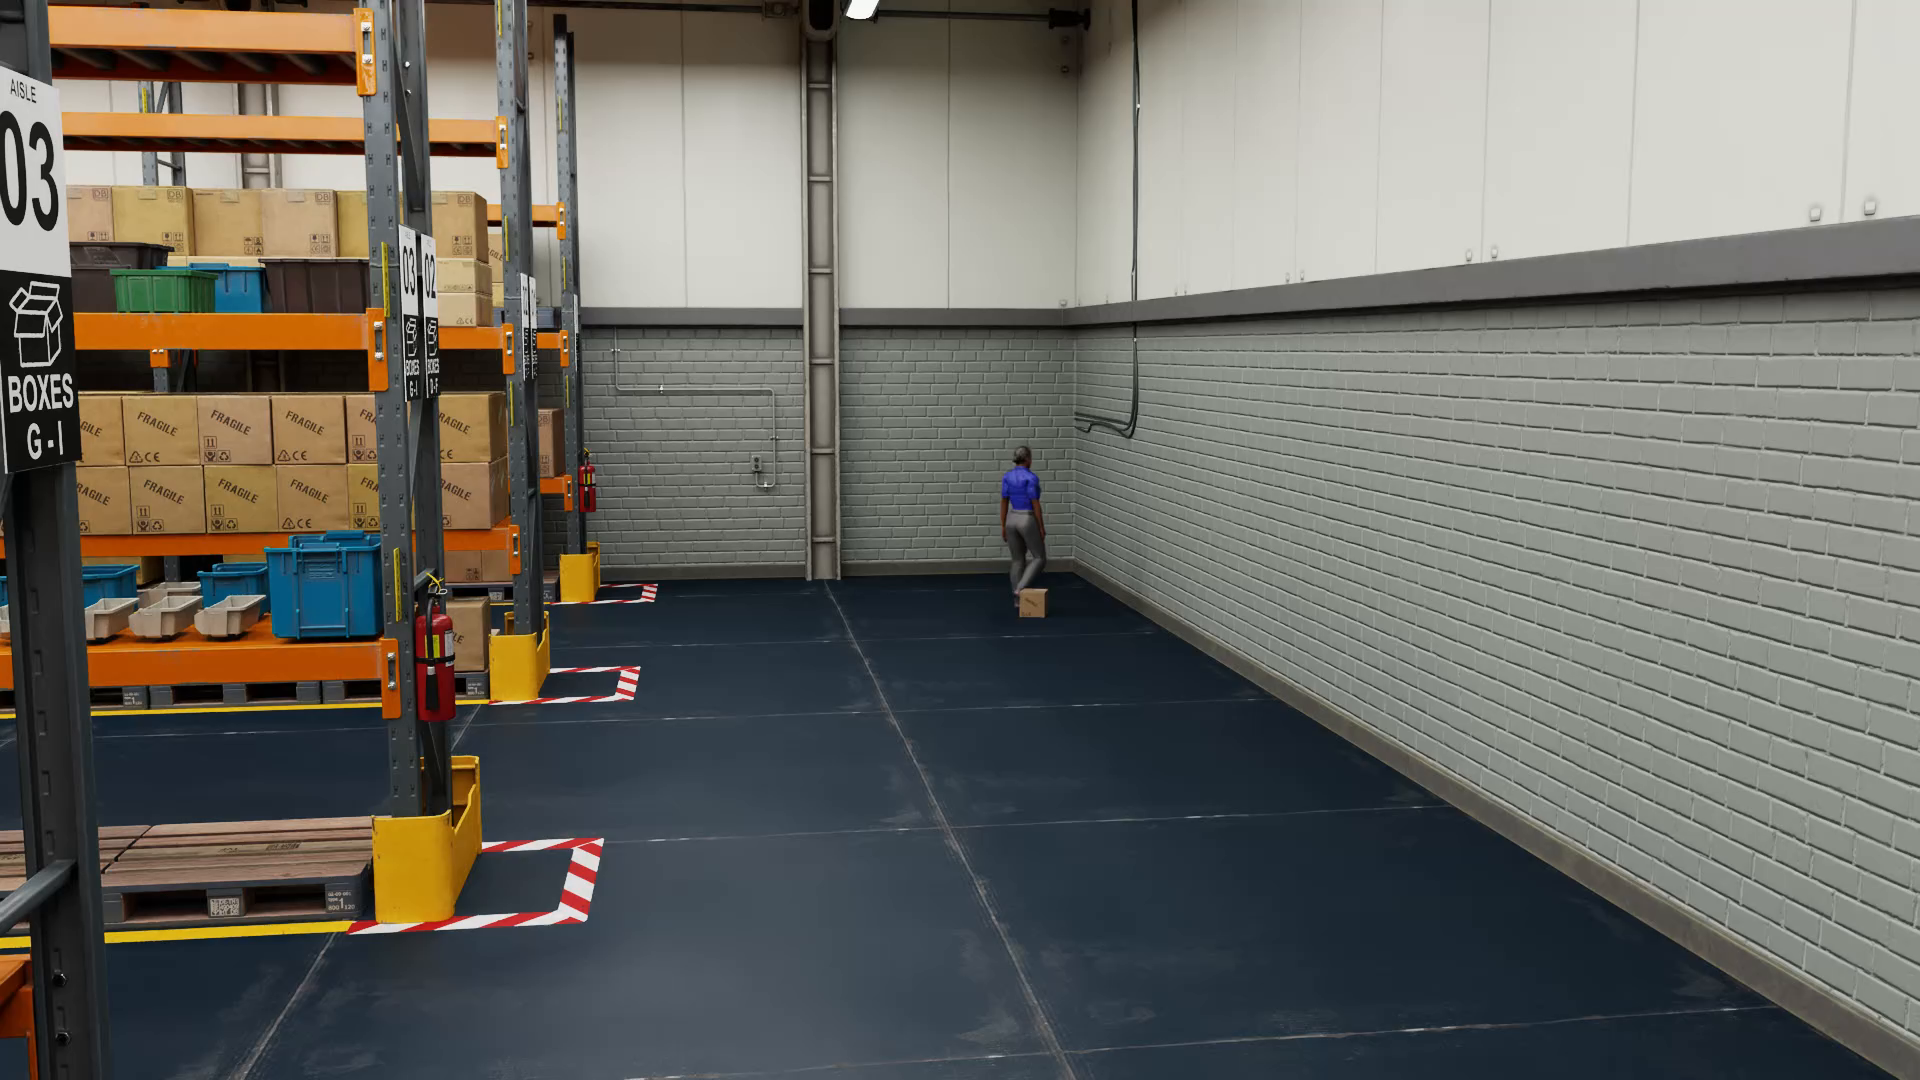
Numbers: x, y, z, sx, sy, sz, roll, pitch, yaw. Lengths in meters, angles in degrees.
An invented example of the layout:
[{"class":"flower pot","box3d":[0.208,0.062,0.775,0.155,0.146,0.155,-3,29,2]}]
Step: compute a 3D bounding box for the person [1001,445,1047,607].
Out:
[{"class":"person","box3d":[0.629,-0.130,16.891,0.469,1.661,0.474,5,8,38]}]
